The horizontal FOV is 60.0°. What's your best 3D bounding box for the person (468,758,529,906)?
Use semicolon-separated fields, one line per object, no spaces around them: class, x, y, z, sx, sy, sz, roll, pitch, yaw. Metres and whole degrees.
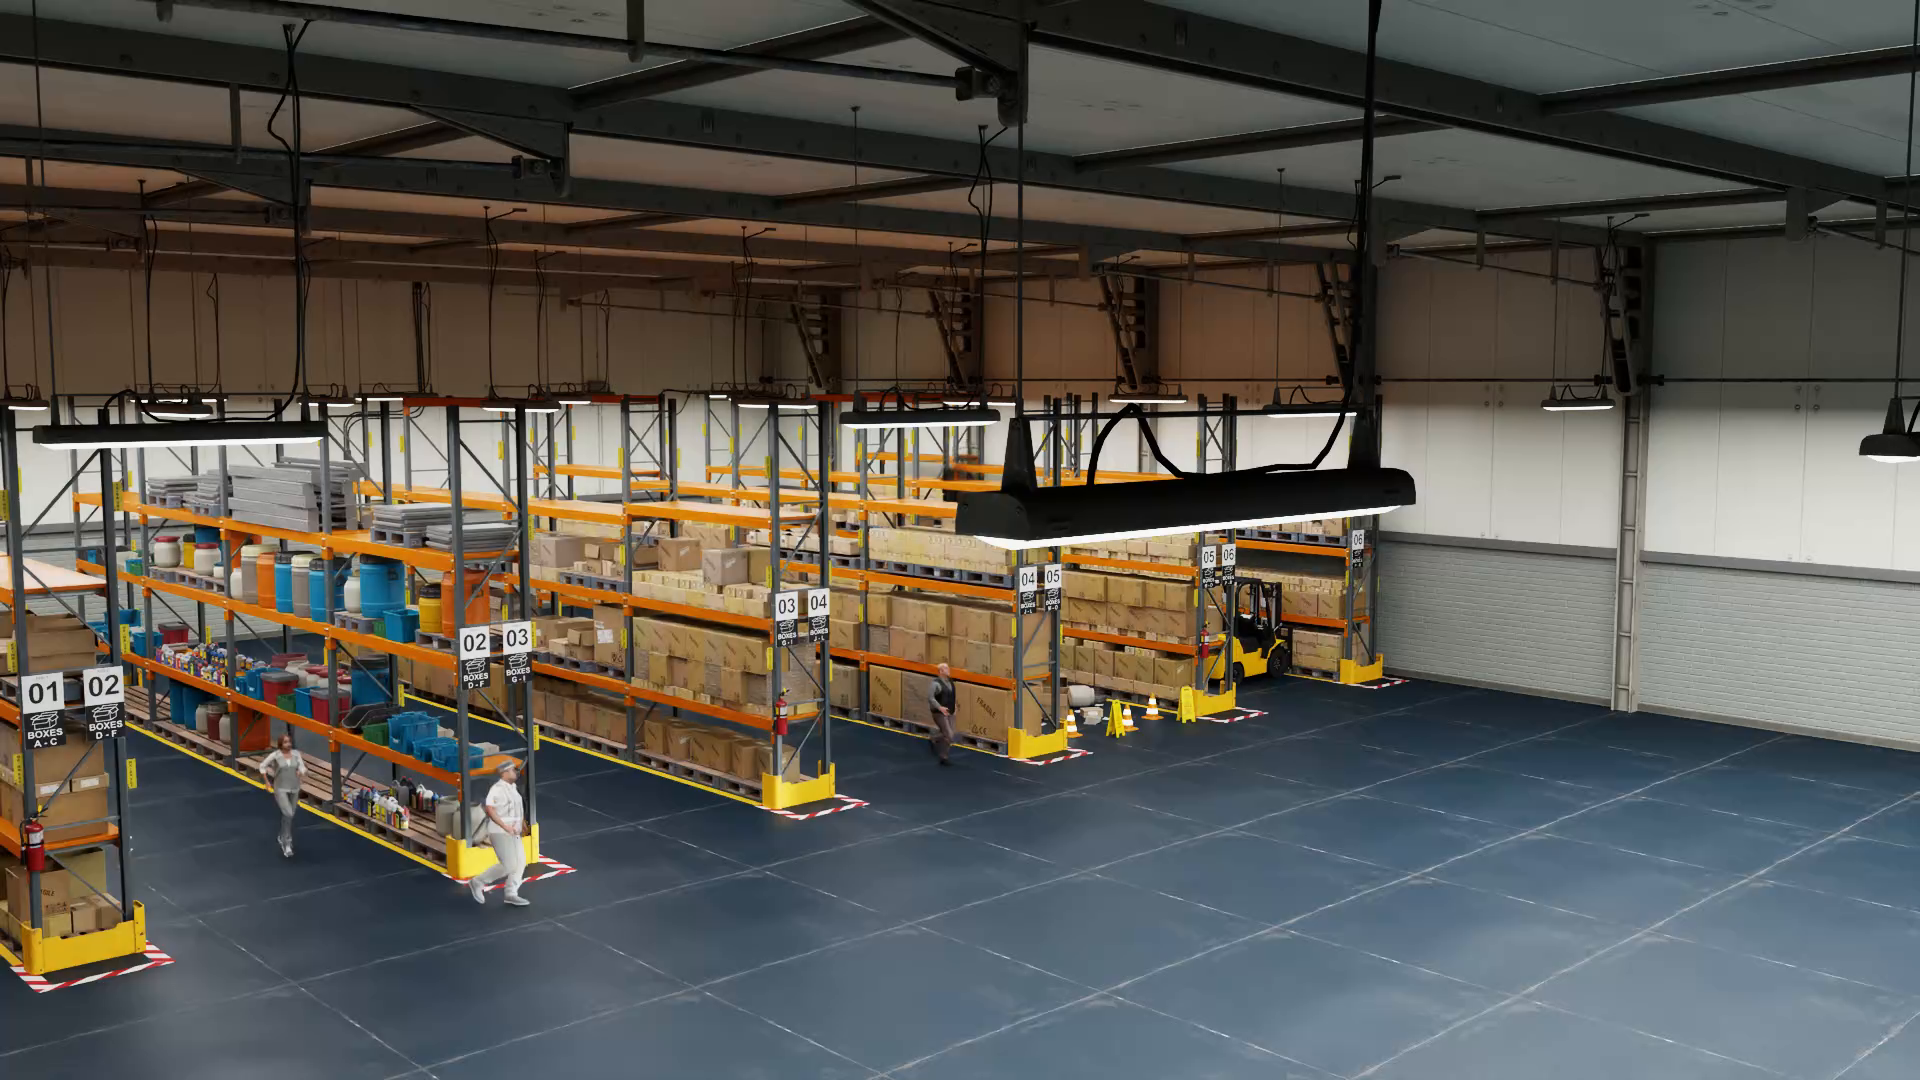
person;-5.547;3.522;20.185;0.712;1.732;0.738;0;6;2

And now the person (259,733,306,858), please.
person;-8.999;3.390;22.196;0.710;1.644;0.503;5;7;41

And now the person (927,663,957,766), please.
person;-0.320;2.855;27.444;0.611;1.690;0.692;4;7;36
